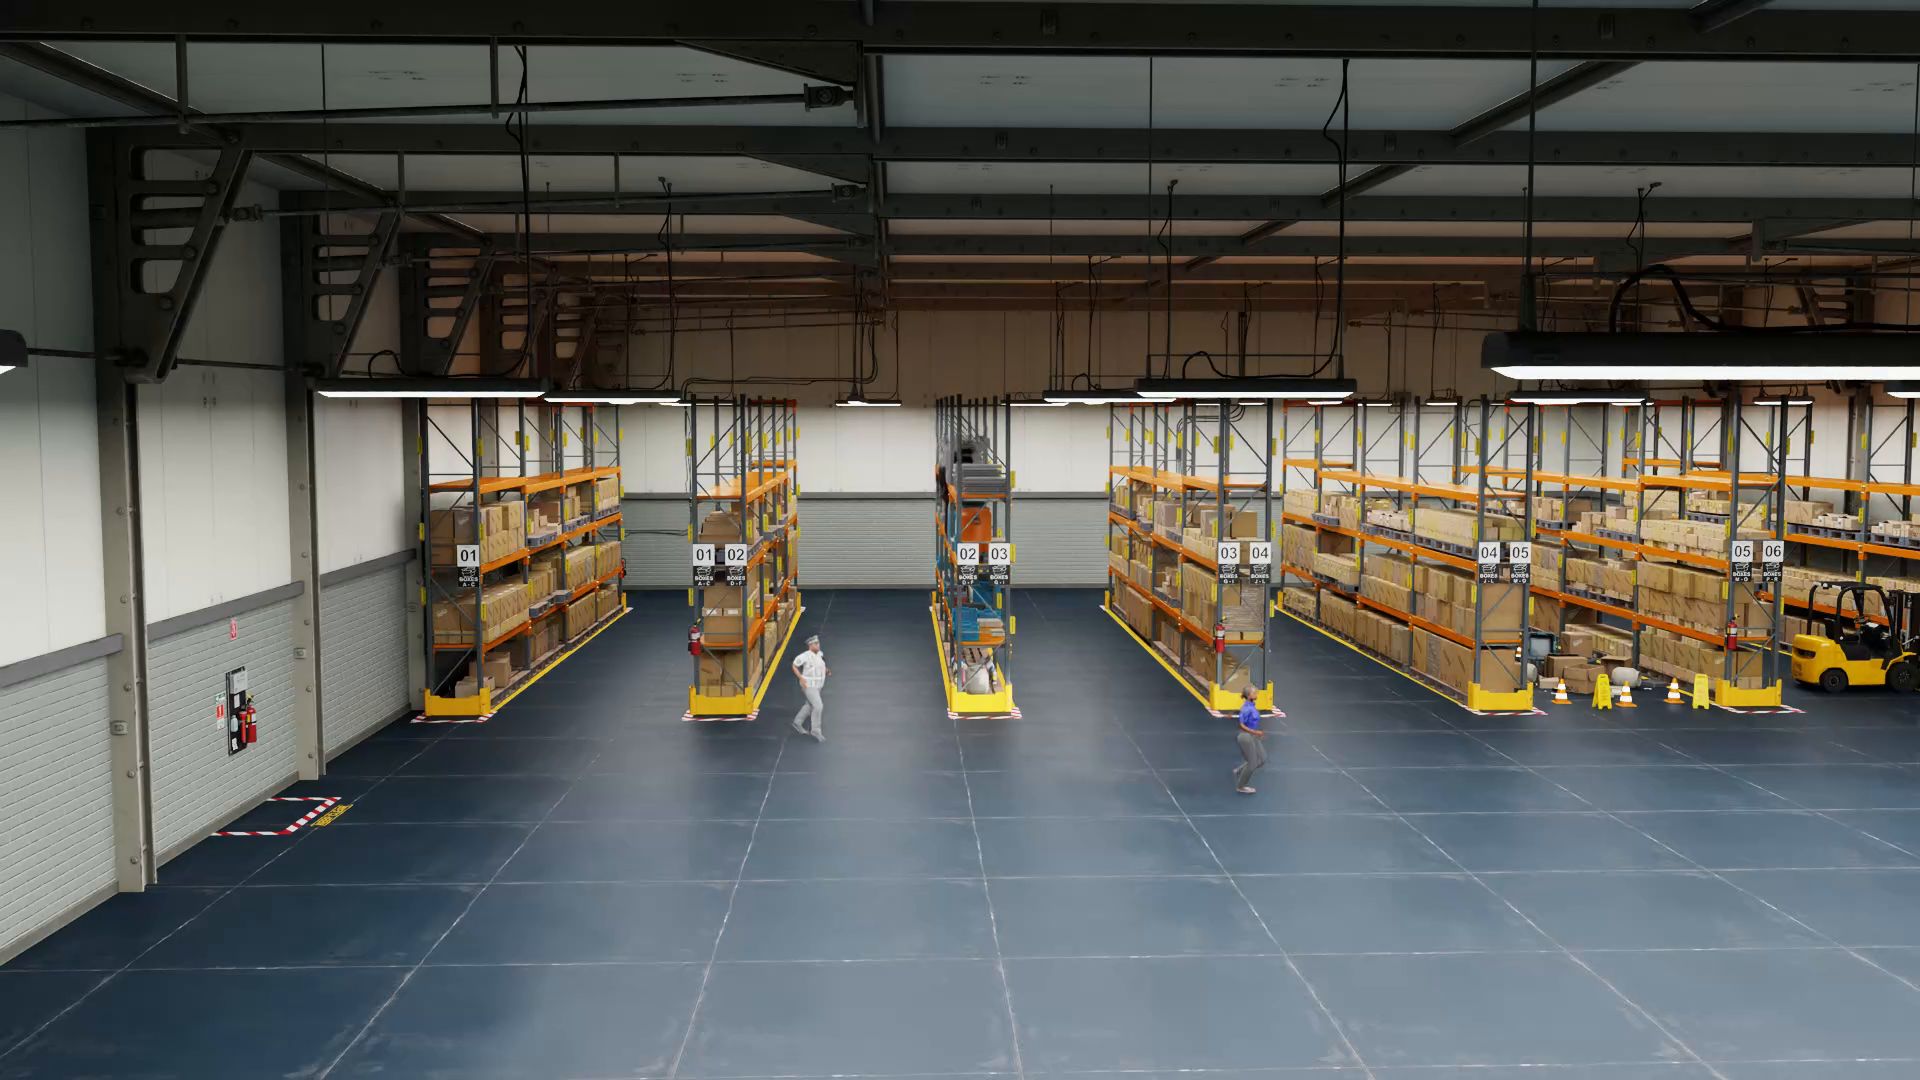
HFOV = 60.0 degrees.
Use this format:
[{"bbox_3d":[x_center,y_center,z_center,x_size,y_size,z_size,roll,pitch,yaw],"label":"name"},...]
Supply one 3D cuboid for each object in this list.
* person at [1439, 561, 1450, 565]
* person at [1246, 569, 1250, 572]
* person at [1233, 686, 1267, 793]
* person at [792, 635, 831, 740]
[{"bbox_3d":[14.485,1.081,49.226,0.656,1.568,0.540,-1,5,-16],"label":"person"},{"bbox_3d":[8.603,1.059,48.890,0.856,1.673,0.801,-1,5,-8],"label":"person"},{"bbox_3d":[4.342,2.968,24.746,0.507,1.610,0.550,2,5,22],"label":"person"},{"bbox_3d":[-2.612,2.571,28.999,0.807,1.843,0.647,2,5,29],"label":"person"}]
